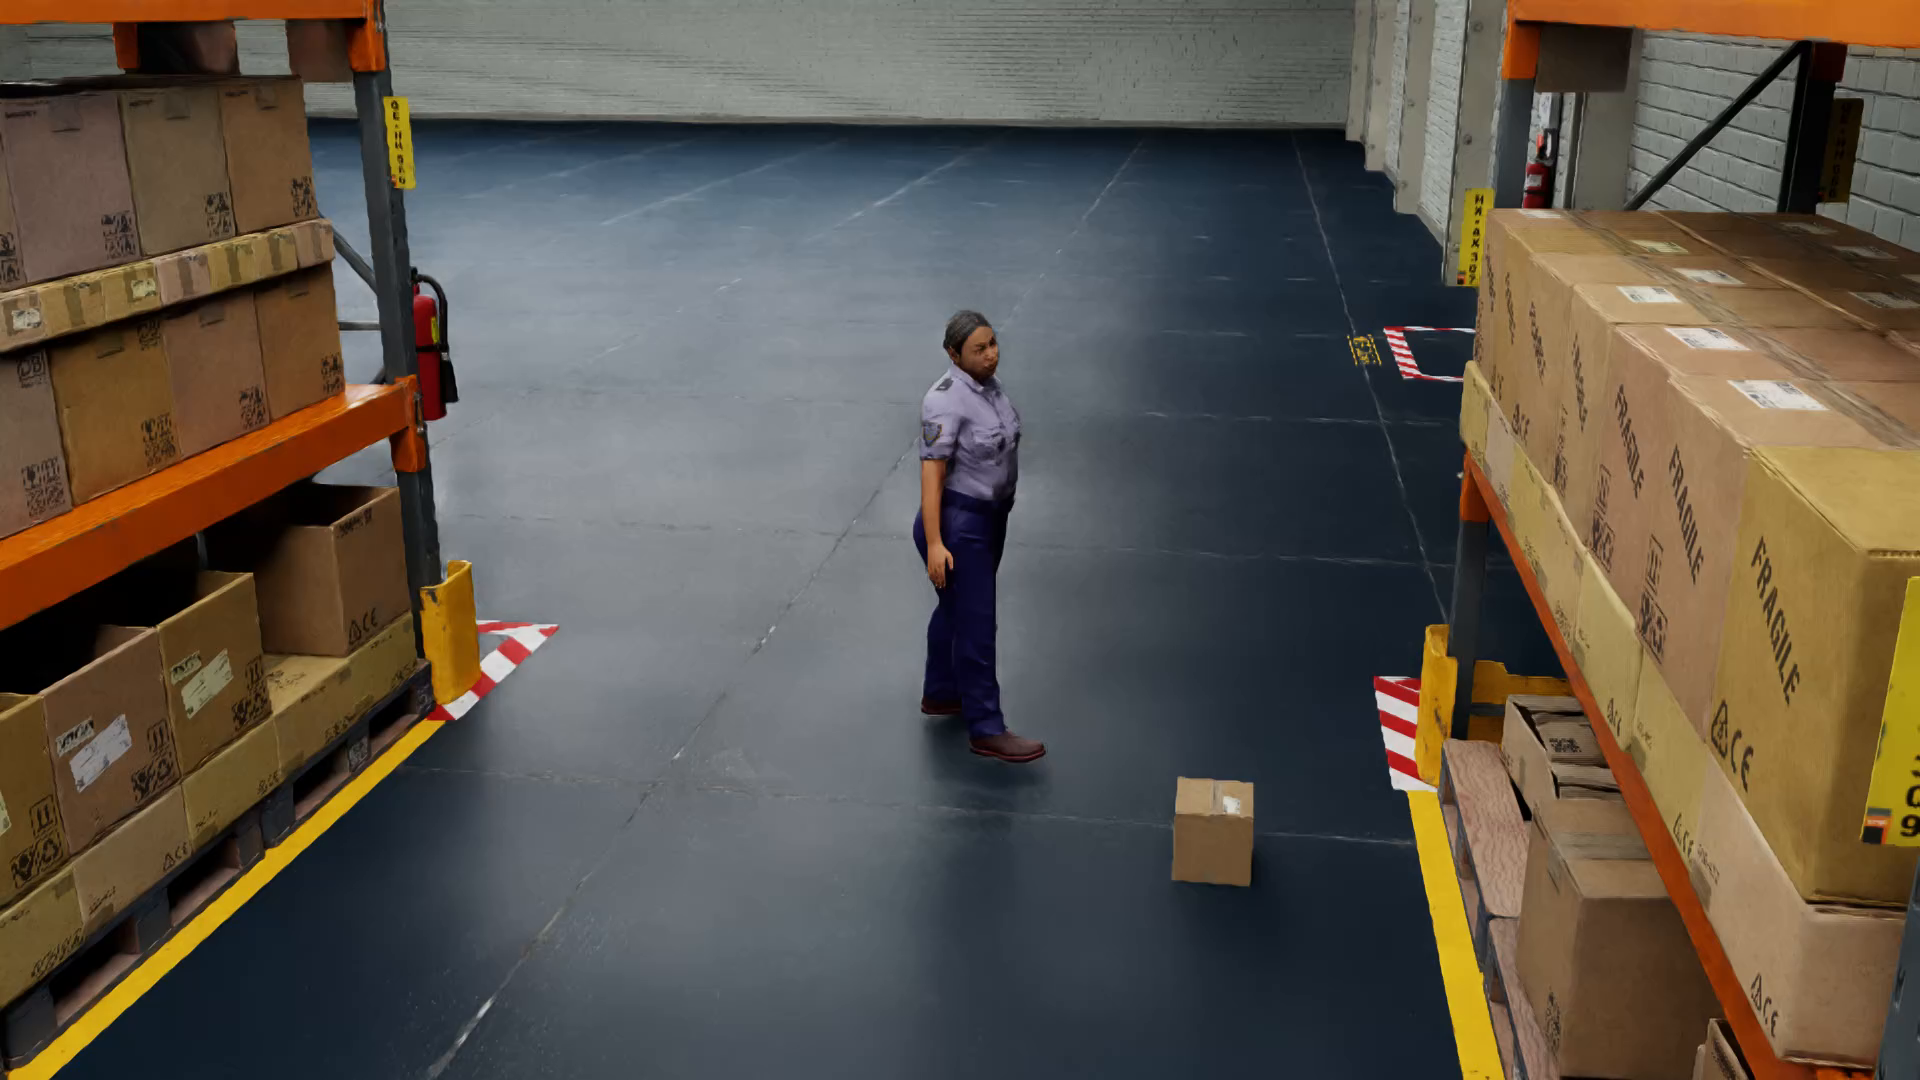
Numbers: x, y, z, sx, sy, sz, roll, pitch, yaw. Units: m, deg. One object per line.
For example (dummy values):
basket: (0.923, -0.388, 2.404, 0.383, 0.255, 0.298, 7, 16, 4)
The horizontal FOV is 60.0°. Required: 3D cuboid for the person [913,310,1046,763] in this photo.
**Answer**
person: (0.077, -0.016, 6.094, 0.604, 1.629, 0.664, 7, 19, 20)
